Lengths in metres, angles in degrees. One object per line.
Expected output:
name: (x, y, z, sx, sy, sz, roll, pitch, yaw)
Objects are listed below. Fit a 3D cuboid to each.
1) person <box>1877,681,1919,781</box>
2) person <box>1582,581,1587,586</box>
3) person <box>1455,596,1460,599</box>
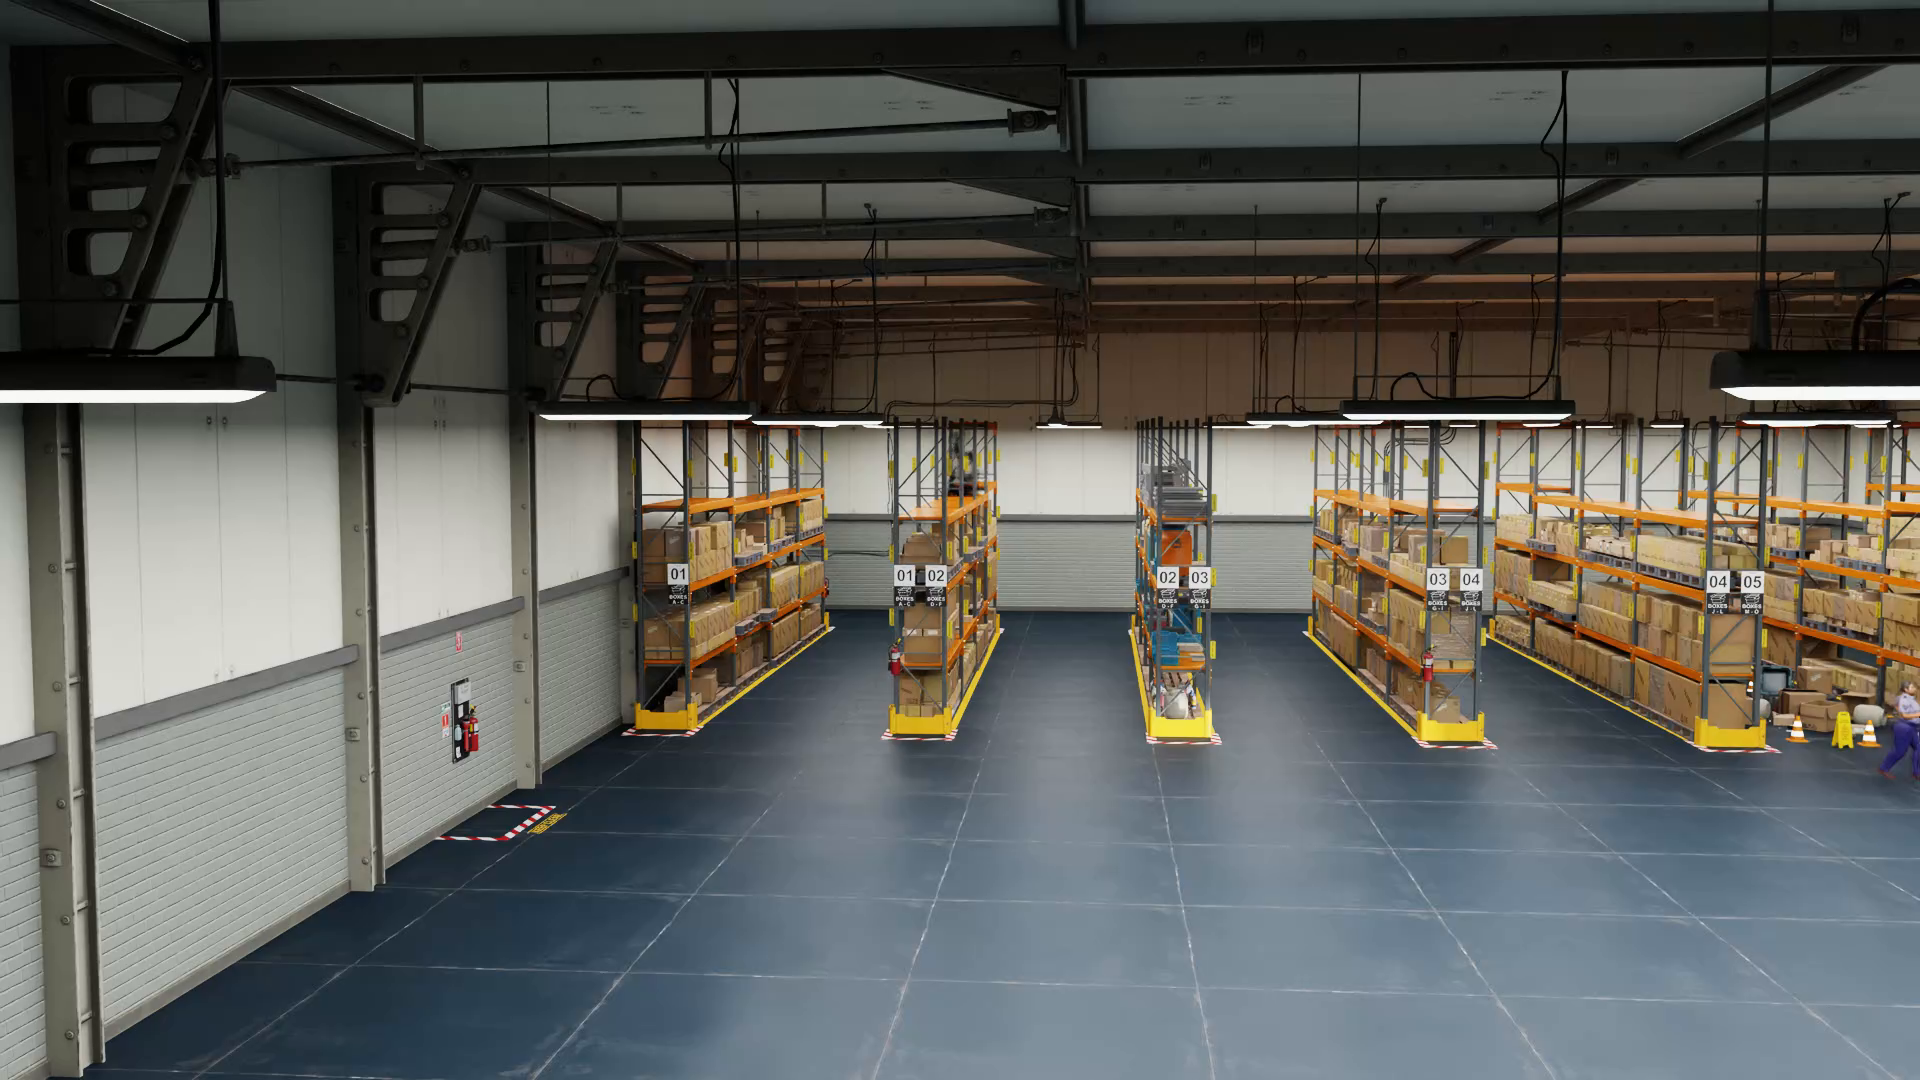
person: (15.370, 3.132, 27.057, 0.747, 1.702, 0.592, 4, 5, 44)
person: (16.886, 1.962, 44.987, 0.592, 1.711, 0.777, 1, 4, 10)
person: (13.360, 1.940, 44.493, 0.658, 1.757, 0.871, 1, 4, 8)
